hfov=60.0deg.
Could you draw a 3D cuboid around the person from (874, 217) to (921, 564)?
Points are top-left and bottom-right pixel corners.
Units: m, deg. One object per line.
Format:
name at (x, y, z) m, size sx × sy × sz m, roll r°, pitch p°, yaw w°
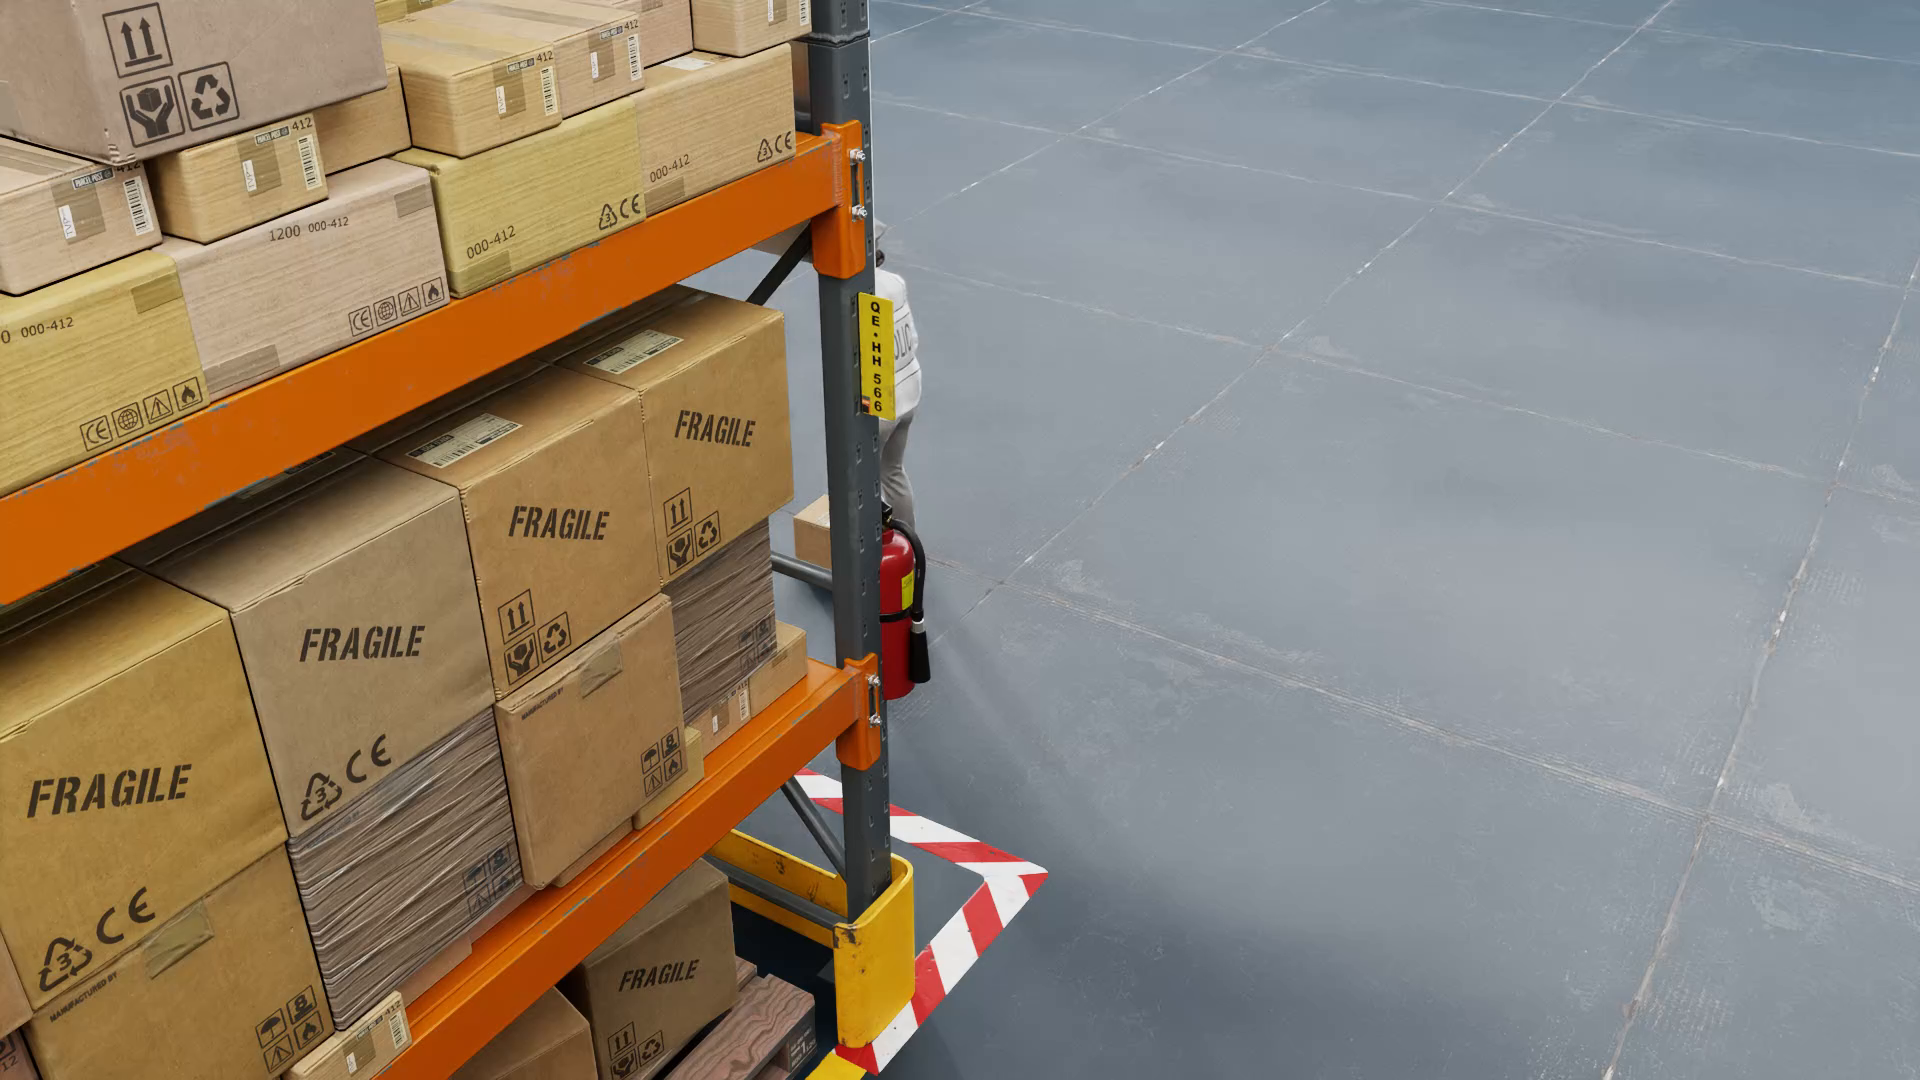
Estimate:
person at (-0.374, -0.564, 7.080) m, size 0.376 × 1.663 × 0.530 m, roll 18°, pitch 35°, yaw 27°
